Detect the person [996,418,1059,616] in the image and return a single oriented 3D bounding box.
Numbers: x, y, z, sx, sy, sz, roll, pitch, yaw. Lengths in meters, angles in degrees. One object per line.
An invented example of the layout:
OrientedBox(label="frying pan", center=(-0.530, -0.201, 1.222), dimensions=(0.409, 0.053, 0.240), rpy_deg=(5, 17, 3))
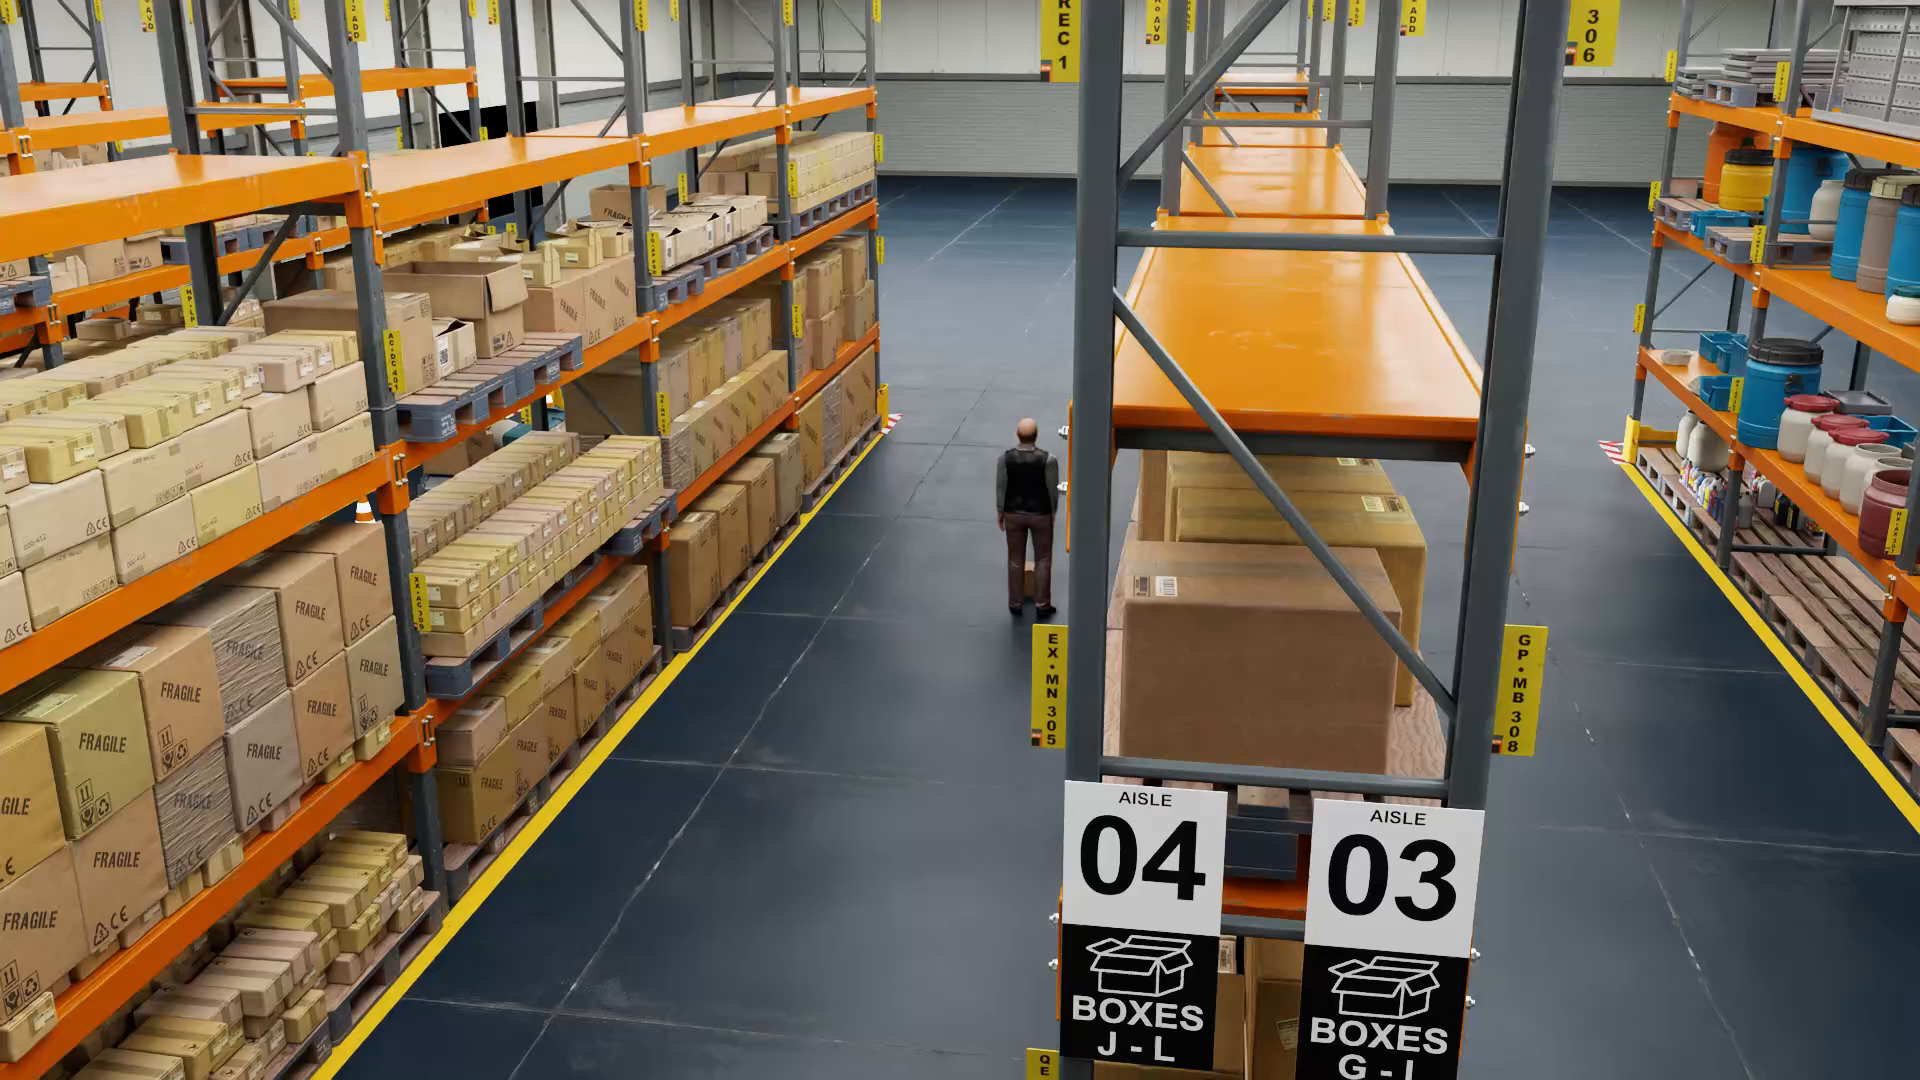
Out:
OrientedBox(label="person", center=(0.576, -0.194, 14.212), dimensions=(0.541, 1.745, 0.362), rpy_deg=(3, 18, 9))
